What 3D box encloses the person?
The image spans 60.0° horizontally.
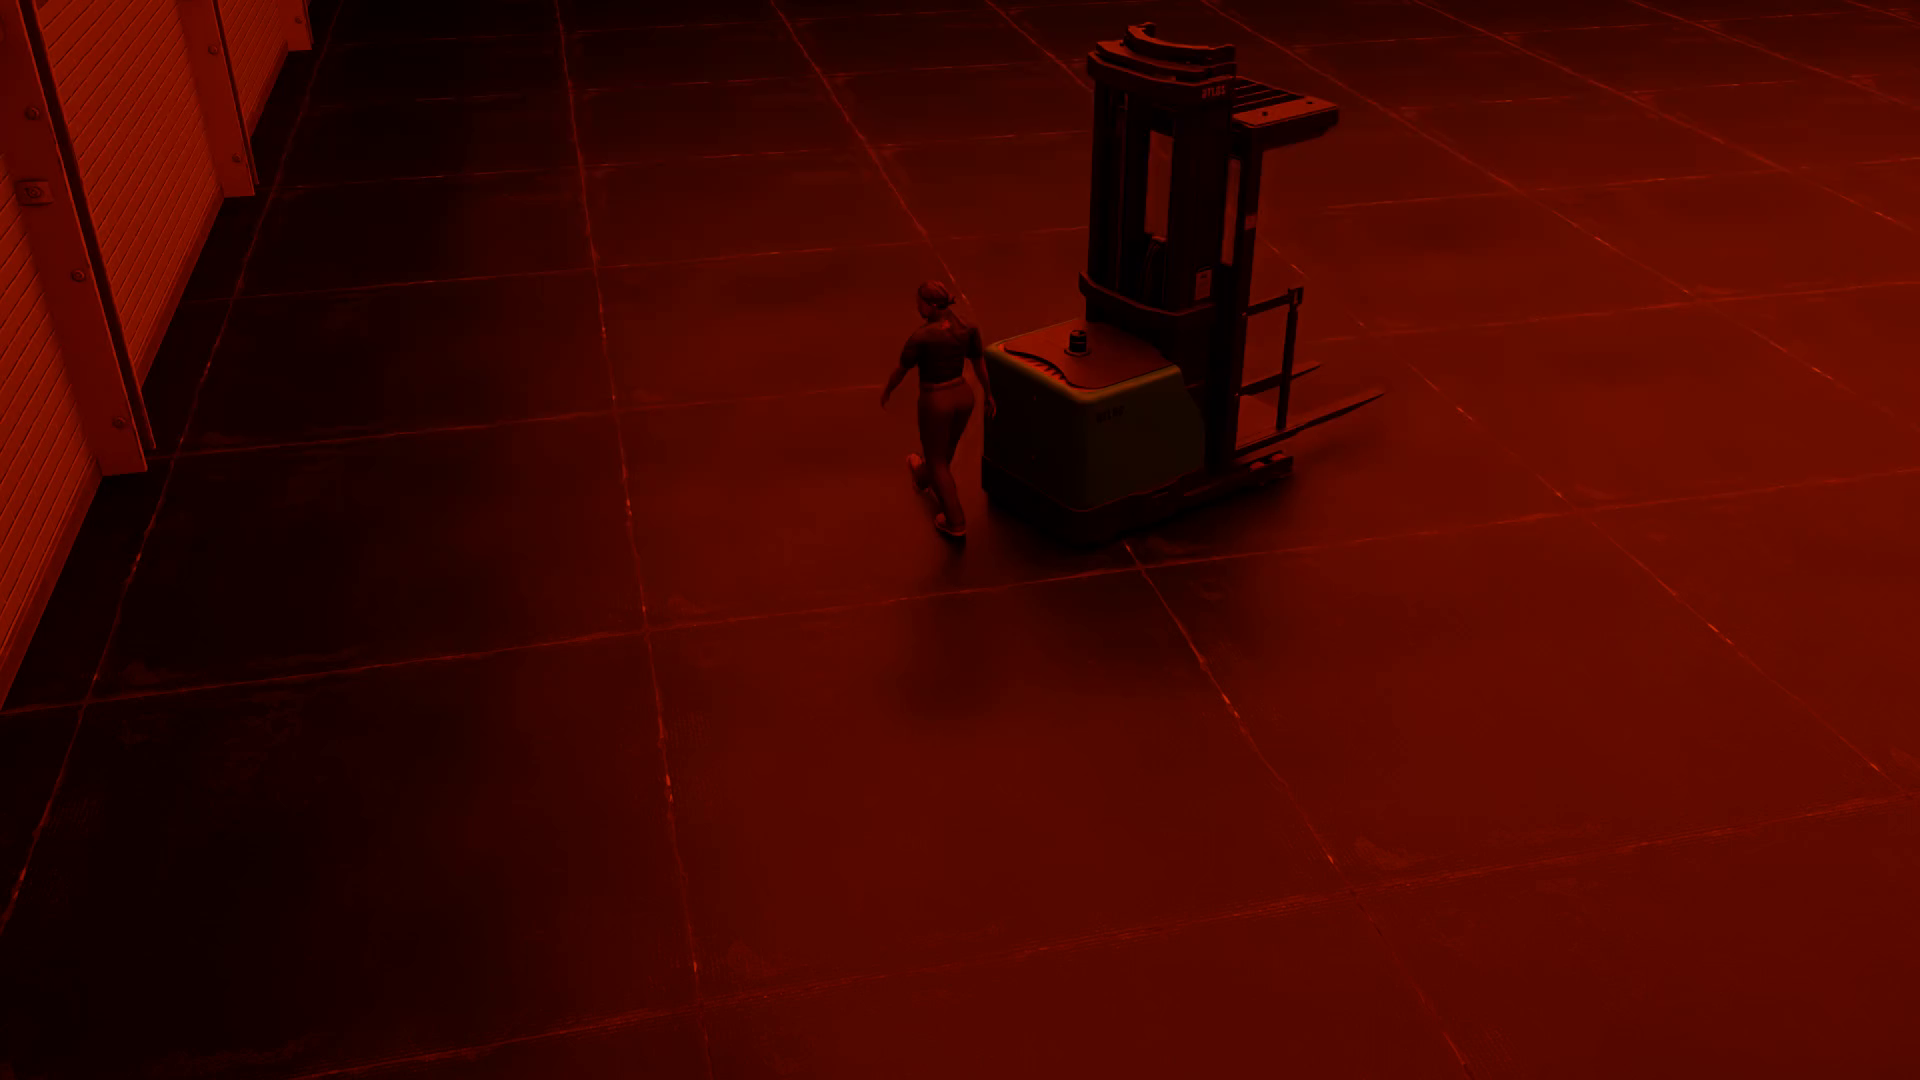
[{"bbox_3d":[-0.152,-0.910,10.473,0.635,1.612,0.865,-19,35,-29],"label":"person"}]

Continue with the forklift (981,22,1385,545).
[{"bbox_3d":[1.625,-1.816,10.712,3.031,2.935,1.130,-20,36,-31],"label":"forklift"}]
